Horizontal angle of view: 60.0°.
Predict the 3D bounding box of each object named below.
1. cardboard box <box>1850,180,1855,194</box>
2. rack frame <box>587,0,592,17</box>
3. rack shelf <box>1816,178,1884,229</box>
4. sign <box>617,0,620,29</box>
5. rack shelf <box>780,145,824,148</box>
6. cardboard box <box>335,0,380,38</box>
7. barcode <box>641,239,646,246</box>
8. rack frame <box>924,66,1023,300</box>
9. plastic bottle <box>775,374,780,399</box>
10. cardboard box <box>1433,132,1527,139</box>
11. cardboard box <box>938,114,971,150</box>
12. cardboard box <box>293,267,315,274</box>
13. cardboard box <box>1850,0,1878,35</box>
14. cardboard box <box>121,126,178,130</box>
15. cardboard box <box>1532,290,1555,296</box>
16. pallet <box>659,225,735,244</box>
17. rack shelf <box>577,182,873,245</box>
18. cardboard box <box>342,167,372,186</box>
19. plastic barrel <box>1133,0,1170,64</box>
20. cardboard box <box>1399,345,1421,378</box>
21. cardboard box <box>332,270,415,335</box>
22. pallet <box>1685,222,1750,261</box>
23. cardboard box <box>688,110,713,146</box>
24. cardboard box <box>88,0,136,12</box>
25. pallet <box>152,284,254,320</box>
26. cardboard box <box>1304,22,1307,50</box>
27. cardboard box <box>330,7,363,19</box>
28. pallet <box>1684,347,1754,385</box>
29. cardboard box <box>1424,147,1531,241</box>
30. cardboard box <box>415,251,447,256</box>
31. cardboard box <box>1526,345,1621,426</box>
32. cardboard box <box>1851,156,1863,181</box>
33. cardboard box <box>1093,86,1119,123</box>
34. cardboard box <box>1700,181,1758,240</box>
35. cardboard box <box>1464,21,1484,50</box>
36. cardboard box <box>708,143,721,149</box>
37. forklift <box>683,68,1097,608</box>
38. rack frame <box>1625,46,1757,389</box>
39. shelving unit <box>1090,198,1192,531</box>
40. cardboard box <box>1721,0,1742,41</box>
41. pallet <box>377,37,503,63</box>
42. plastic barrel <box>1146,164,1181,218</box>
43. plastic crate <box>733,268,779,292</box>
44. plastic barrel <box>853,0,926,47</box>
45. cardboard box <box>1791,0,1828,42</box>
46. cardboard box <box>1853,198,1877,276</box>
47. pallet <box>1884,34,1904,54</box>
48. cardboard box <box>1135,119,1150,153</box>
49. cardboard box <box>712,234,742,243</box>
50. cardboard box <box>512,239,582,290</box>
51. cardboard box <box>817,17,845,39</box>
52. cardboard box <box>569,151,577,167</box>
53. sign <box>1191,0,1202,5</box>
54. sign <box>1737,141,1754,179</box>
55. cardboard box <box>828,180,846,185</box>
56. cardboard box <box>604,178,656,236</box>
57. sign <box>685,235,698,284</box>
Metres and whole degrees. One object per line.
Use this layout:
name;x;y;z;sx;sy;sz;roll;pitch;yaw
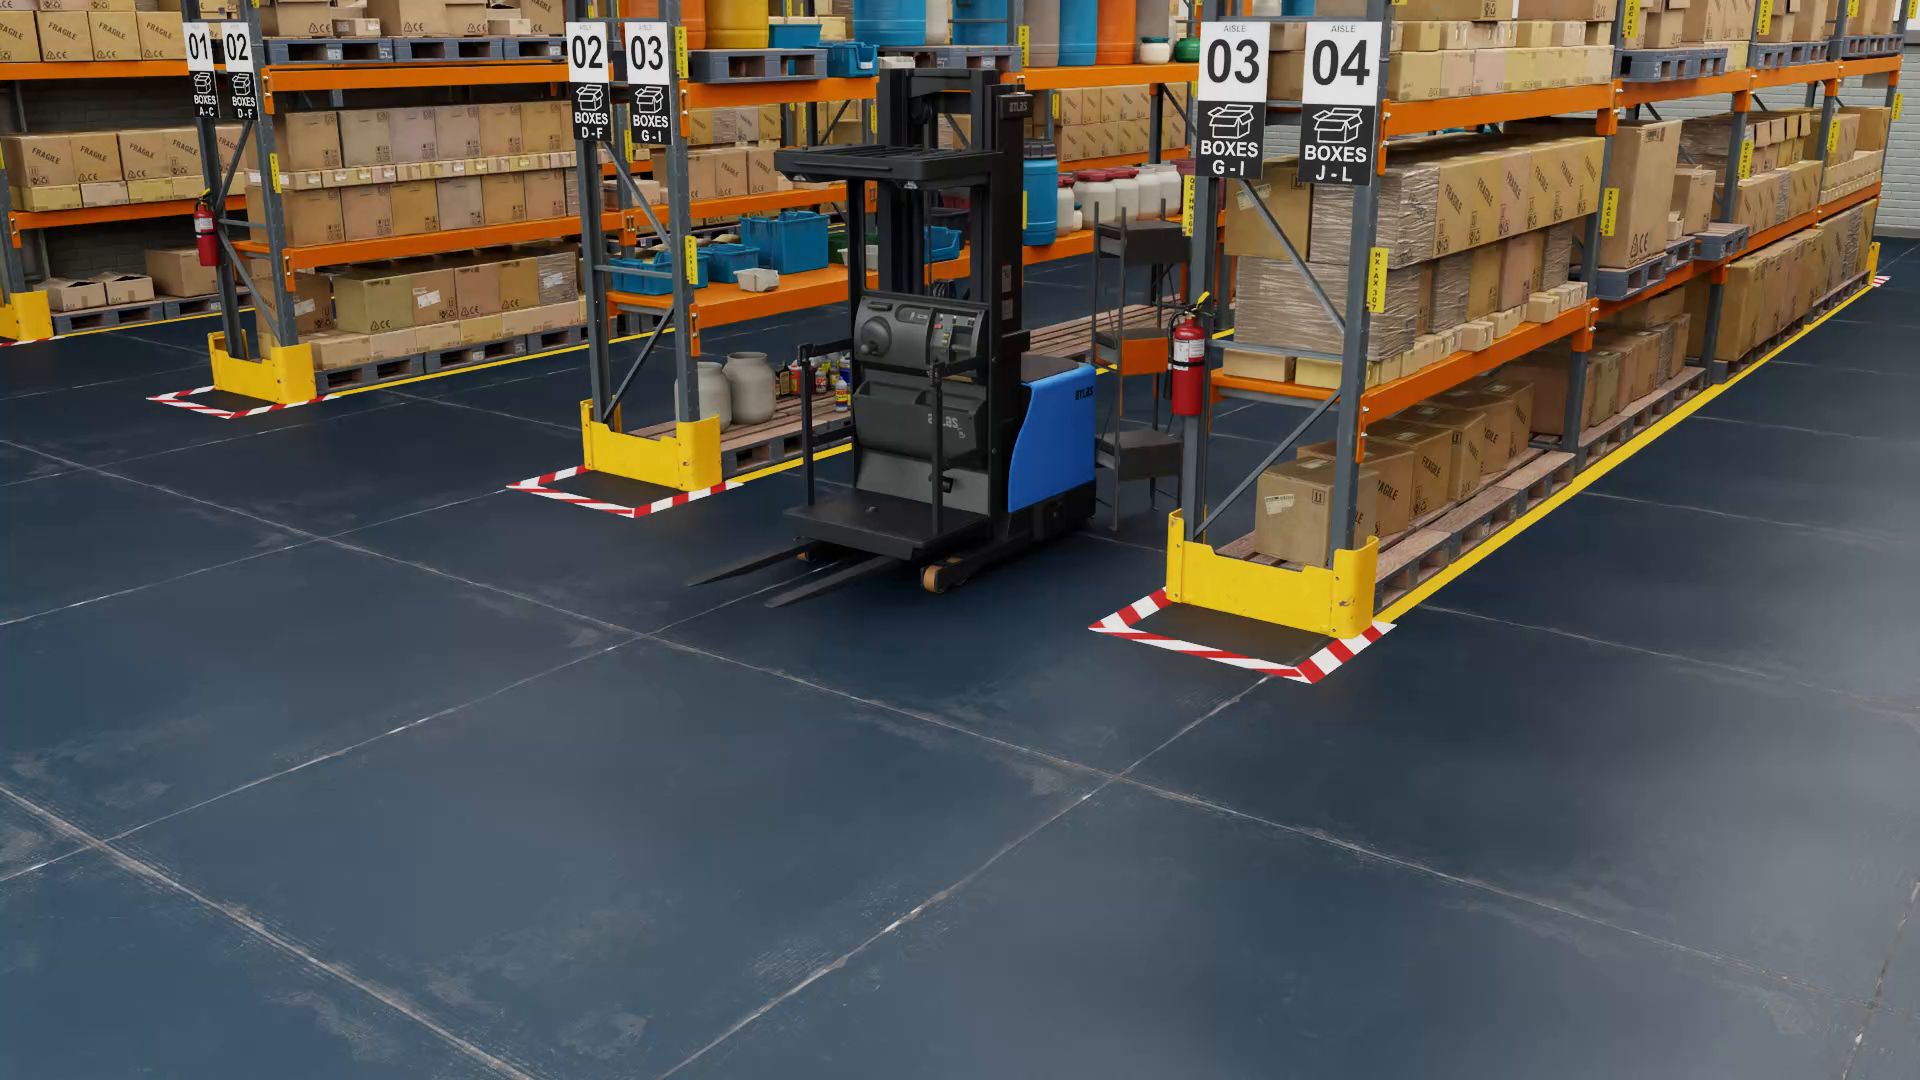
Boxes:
cardboard box;10.217;-4.134;19.422;0.380;0.149;0.250;12;21;33
rack frame;-5.472;-8.409;22.649;1.000;3.000;0.127;12;21;35
rack shelf;10.038;-4.004;19.791;1.077;0.370;4.000;12;21;35
sign;-3.428;-5.336;16.807;0.100;0.325;0.005;12;21;35
rack shelf;-1.897;-6.630;28.247;1.077;0.370;4.000;12;21;35
cardboard box;-7.465;-6.388;20.323;0.500;0.500;0.500;16;24;42
barcode;-3.388;-3.179;17.777;0.001;0.075;0.075;12;21;35
rack frame;0.101;-2.841;14.833;1.000;3.000;0.127;12;21;35
plastic bottle;-1.540;-1.277;13.773;0.097;0.201;0.097;0;17;0
cardboard box;3.607;-2.570;11.607;0.500;0.500;0.500;12;21;35
cardboard box;-0.111;-5.439;22.323;0.700;0.500;0.500;7;19;21
cardboard box;-8.150;-3.316;20.398;0.380;0.166;0.250;9;20;28
cardboard box;10.013;-6.023;18.979;0.700;0.500;0.500;14;22;37
cardboard box;-9.216;-4.446;18.959;0.500;0.500;0.500;13;21;35
cardboard box;3.833;-1.636;11.376;0.380;0.149;0.250;12;21;35
pallet;-4.214;-4.676;25.446;1.003;0.211;1.213;12;21;35
rack shelf;-2.683;-3.850;19.296;1.077;0.370;4.000;12;21;35
cardboard box;-5.546;-3.300;15.049;0.380;0.149;0.250;13;21;35
plastic barrel;1.821;-5.308;16.876;0.600;0.901;0.600;0;17;0
cardboard box;2.383;-1.032;9.431;0.380;0.149;0.250;12;21;35
cardboard box;-5.463;-2.218;15.491;0.500;0.500;0.500;12;21;35
pallet;6.123;-2.638;14.504;1.213;0.211;1.003;12;21;35
cardboard box;-4.057;-6.180;24.884;0.500;0.500;0.500;13;22;36
cardboard box;-9.178;-5.889;17.705;0.500;0.500;0.500;13;22;36
pallet;-8.953;-2.802;19.409;1.003;0.211;1.213;12;21;35
cardboard box;1.860;-2.727;8.989;0.380;0.149;0.250;12;21;33
cardboard box;-5.783;-4.713;15.115;0.500;0.250;0.500;12;21;35
pallet;6.993;-1.761;16.058;1.003;0.211;1.213;12;21;35
cardboard box;3.136;-2.120;10.157;0.500;0.500;0.500;12;21;35
cardboard box;-7.162;-3.918;21.775;0.700;0.500;0.500;12;21;34
cardboard box;4.762;-1.234;13.134;0.700;0.500;0.500;12;21;34
cardboard box;10.241;-4.365;19.493;0.500;0.250;0.500;12;21;35
cardboard box;2.013;-6.455;24.619;0.500;0.500;0.500;12;21;33
cardboard box;6.971;-3.034;15.286;0.500;0.500;0.500;13;22;36
cardboard box;2.697;-2.825;9.305;0.380;0.149;0.250;12;21;35
cardboard box;-3.855;-5.961;25.271;0.380;0.149;0.250;12;21;33
forklift;-0.372;-1.249;9.824;1.130;2.935;3.031;12;21;34
rack frame;6.463;-2.918;15.083;1.000;3.000;0.127;12;21;35
shelving unit;1.171;-1.142;10.881;0.503;2.100;0.431;-7;19;-22
cardboard box;6.082;-4.355;13.641;0.500;0.500;0.500;12;21;35
pallet;-5.089;-4.610;15.623;1.003;0.211;1.213;12;21;35
plastic barrel;2.043;-3.564;16.974;0.421;0.512;0.421;0;17;0
plastic crate;-1.490;-1.918;12.308;0.298;0.136;0.250;12;21;35
plastic barrel;-0.578;-4.495;13.549;0.600;0.901;0.708;12;21;35
cardboard box;8.508;-5.412;17.178;0.700;0.500;0.500;13;22;36
cardboard box;10.912;-3.843;20.935;0.875;0.875;0.875;12;21;35
pallet;10.796;-6.035;20.212;1.003;0.211;1.213;12;21;35
cardboard box;2.619;-6.226;25.566;0.500;0.500;0.500;13;21;35
cardboard box;-2.651;-3.504;19.953;0.500;0.311;0.500;12;21;33
cardboard box;-4.402;-2.907;17.712;0.500;0.500;0.500;12;21;35
cardboard box;-1.716;-6.113;19.858;0.500;0.250;0.500;11;20;31
cardboard box;-4.013;-3.913;17.025;0.380;0.149;0.250;12;21;34
sign;1.262;-2.971;8.702;0.100;0.325;0.005;12;21;35
sign;6.904;-3.340;14.621;0.100;0.325;0.005;12;21;35
cardboard box;-1.743;-4.548;20.482;0.500;0.311;0.500;14;22;38
cardboard box;-4.928;-4.870;24.285;0.750;0.750;0.750;12;21;34
sign;-1.843;-1.922;11.408;0.100;0.325;0.005;12;21;35
